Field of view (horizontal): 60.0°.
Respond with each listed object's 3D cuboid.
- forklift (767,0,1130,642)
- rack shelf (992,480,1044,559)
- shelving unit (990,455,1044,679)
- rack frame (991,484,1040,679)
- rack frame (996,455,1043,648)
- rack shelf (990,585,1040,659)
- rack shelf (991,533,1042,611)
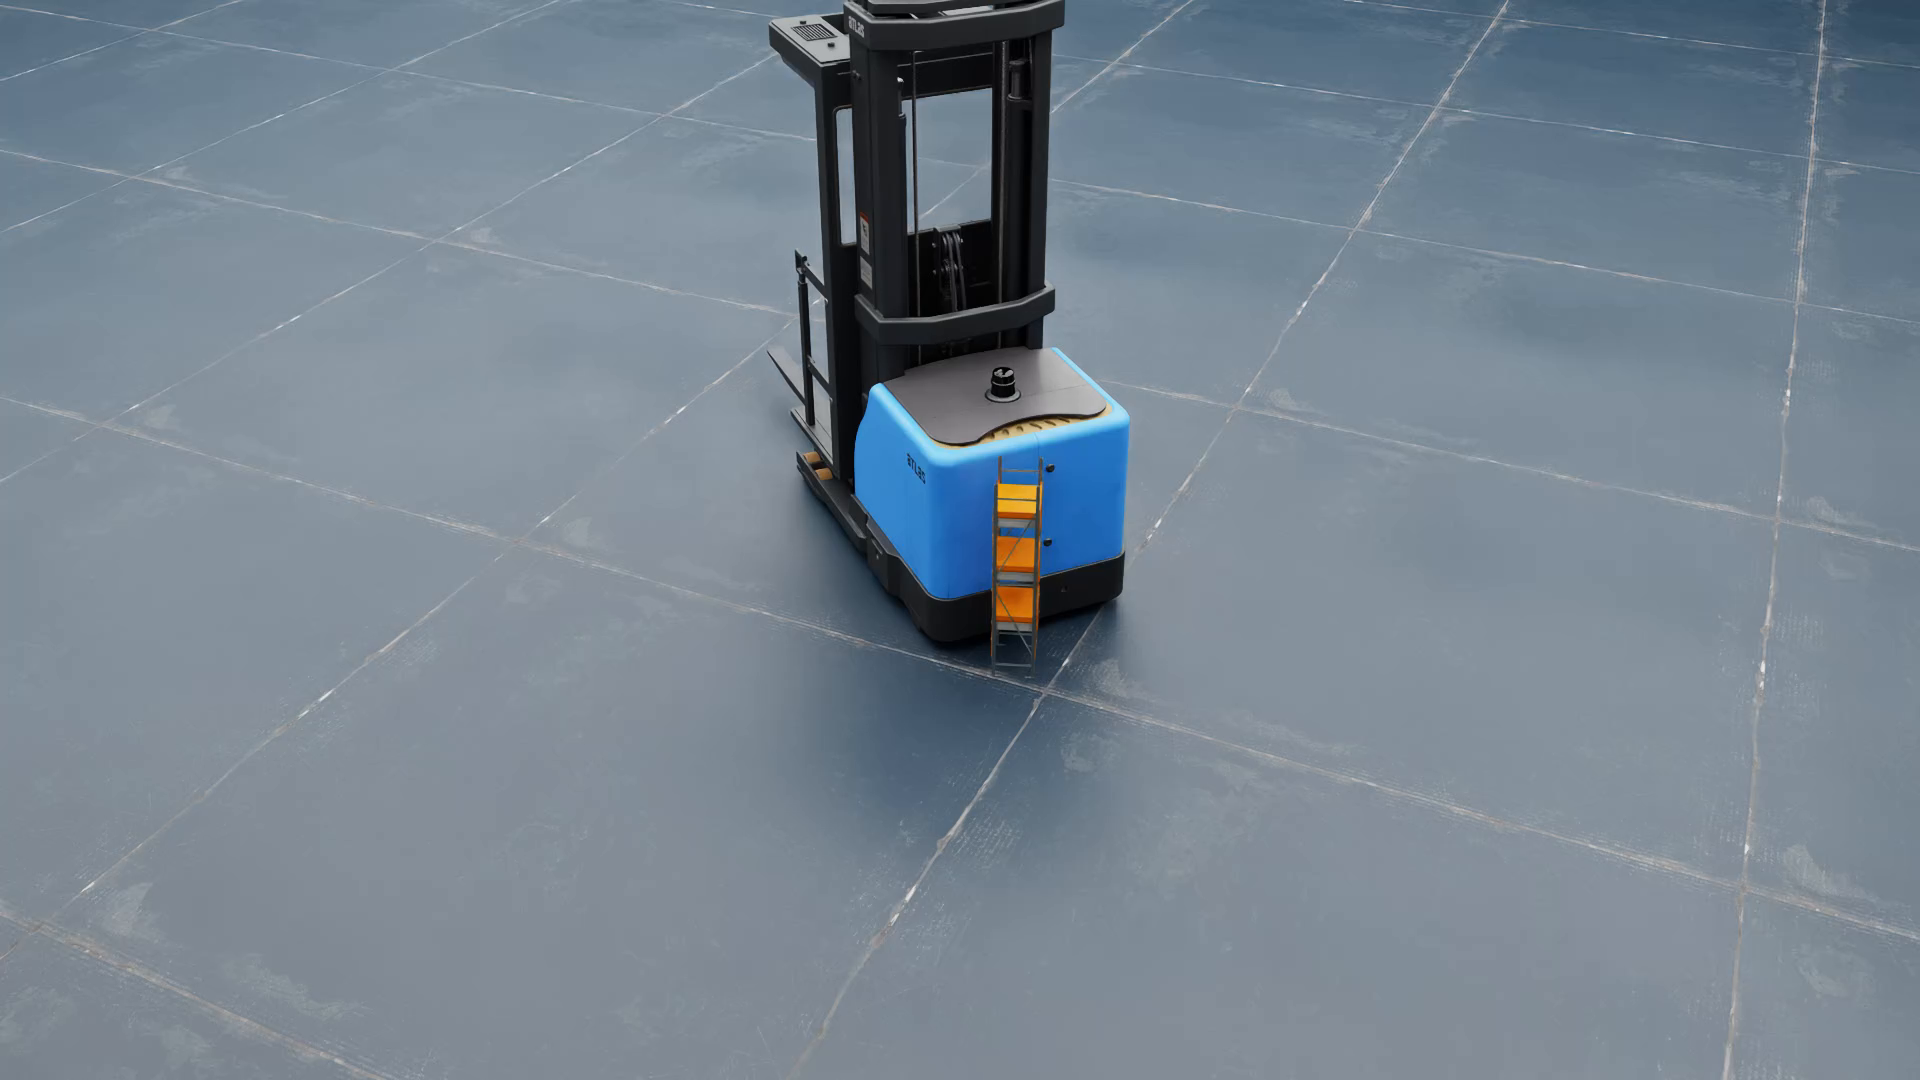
[{"bbox_3d":[-0.255,-1.539,8.424,1.130,2.935,3.031,-14,36,-20],"label":"forklift"},{"bbox_3d":[0.258,-0.092,7.435,0.215,0.259,0.240,3,33,4],"label":"rack shelf"},{"bbox_3d":[0.258,0.136,7.585,0.215,1.050,0.252,3,33,4],"label":"shelving unit"},{"bbox_3d":[0.247,0.203,7.483,0.200,1.050,0.008,3,33,4],"label":"rack frame"},{"bbox_3d":[0.270,0.069,7.687,0.200,1.050,0.008,3,33,4],"label":"rack frame"},{"bbox_3d":[0.258,0.377,7.743,0.215,0.259,0.240,3,33,4],"label":"rack shelf"},{"bbox_3d":[0.258,0.145,7.591,0.215,0.259,0.240,3,33,4],"label":"rack shelf"}]
